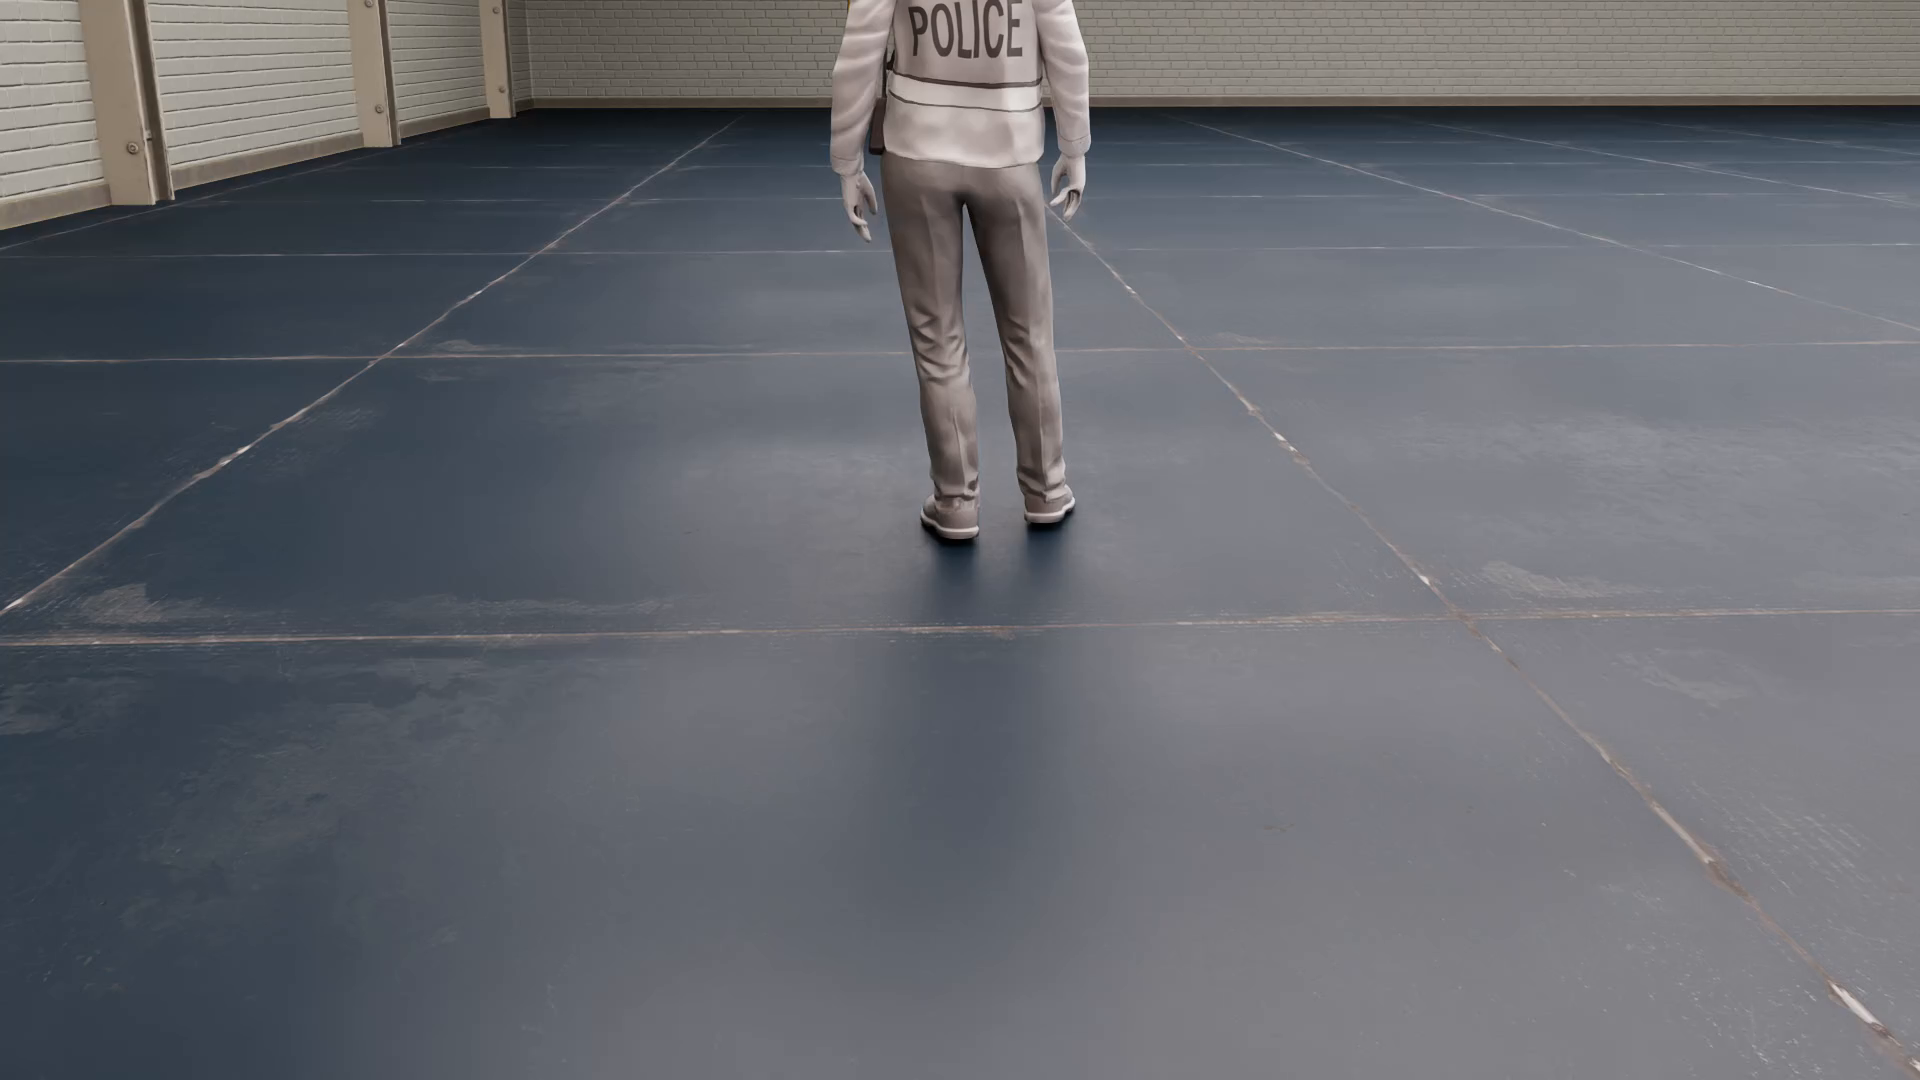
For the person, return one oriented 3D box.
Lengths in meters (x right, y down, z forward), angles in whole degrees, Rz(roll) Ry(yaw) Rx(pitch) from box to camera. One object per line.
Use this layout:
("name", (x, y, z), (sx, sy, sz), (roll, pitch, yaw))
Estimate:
("person", (0.003, -0.837, 3.734), (0.587, 1.694, 0.530), (-1, 17, -3))
